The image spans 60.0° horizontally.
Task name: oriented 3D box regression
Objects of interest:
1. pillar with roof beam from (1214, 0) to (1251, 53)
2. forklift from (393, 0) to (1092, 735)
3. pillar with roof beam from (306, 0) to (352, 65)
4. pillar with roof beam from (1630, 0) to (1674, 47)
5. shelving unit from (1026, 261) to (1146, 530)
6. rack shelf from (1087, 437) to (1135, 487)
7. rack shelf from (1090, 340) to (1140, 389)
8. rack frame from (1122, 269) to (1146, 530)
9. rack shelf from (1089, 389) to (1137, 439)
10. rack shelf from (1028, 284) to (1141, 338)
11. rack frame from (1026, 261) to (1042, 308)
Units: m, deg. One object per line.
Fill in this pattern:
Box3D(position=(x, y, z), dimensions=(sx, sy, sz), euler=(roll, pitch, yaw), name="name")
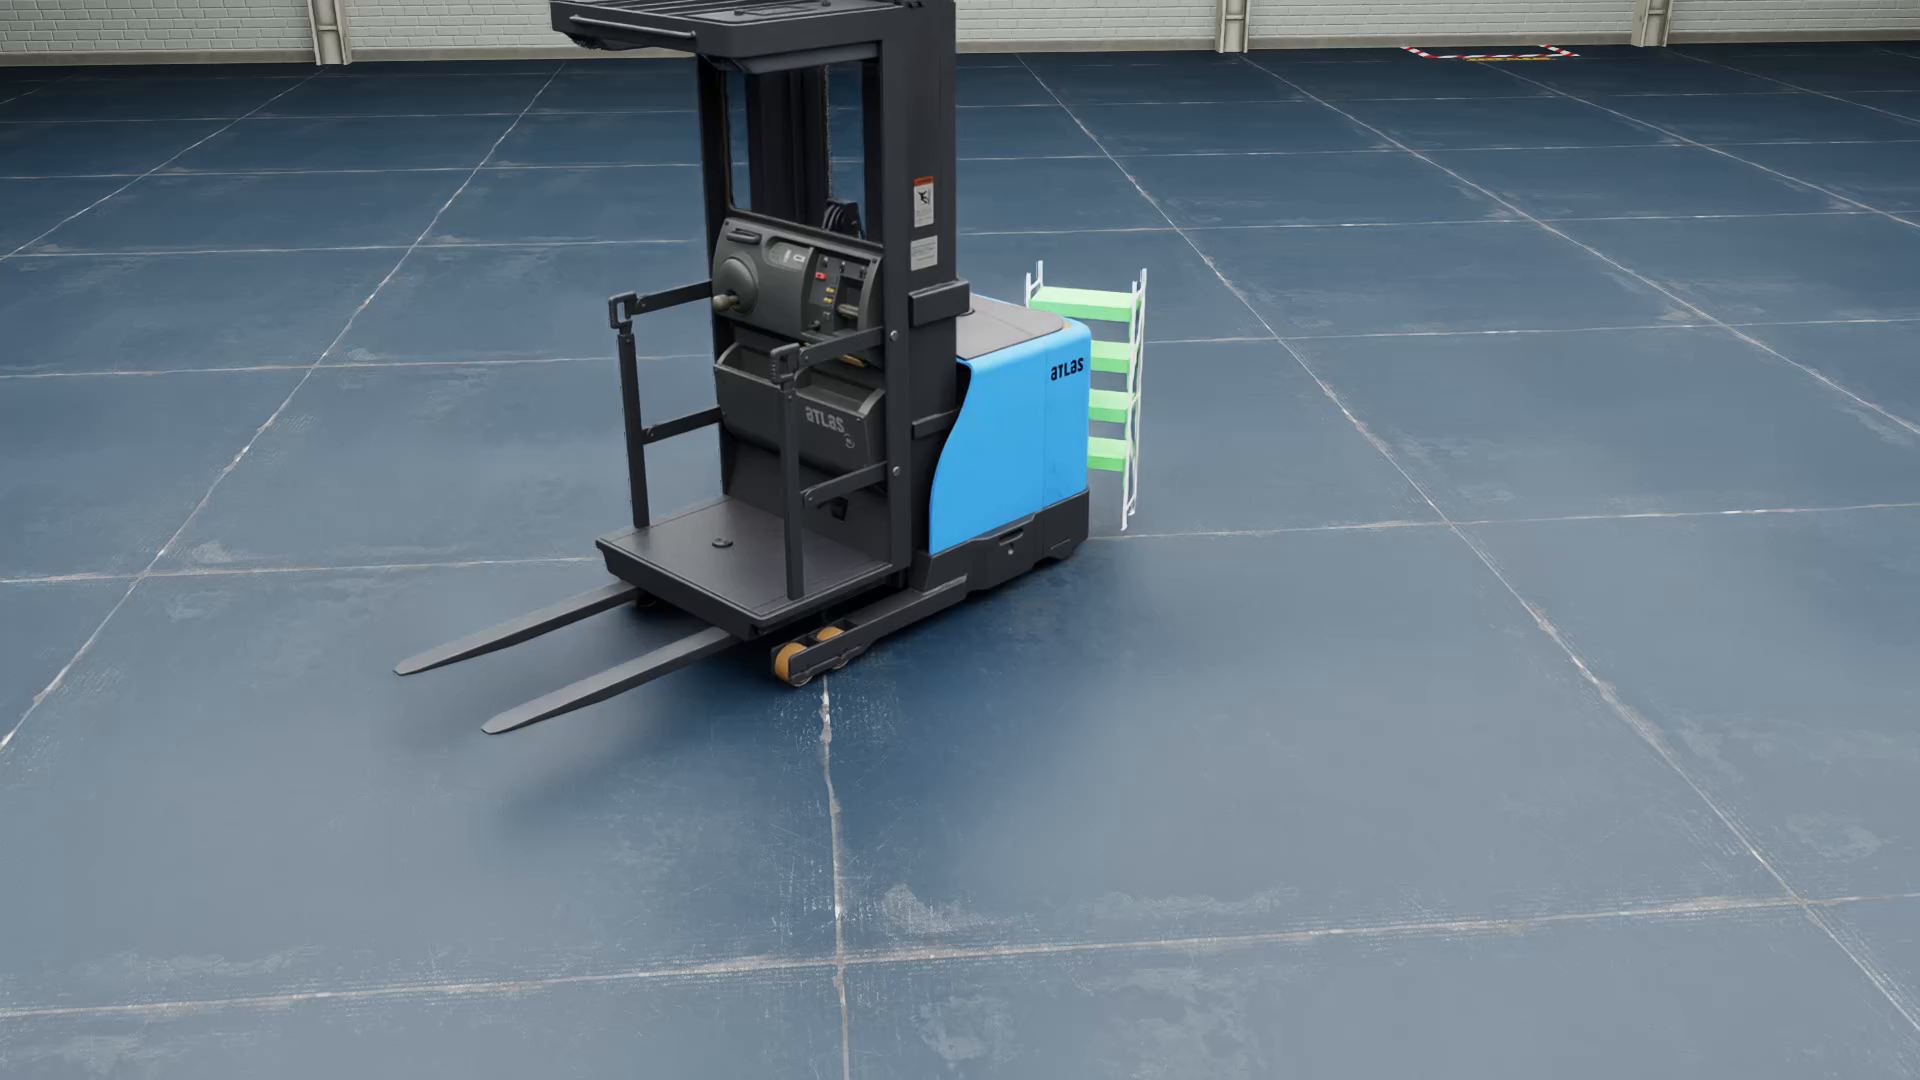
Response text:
Box3D(position=(4.153, -9.113, 17.174), dimensions=(0.400, 9.000, 9.100), euler=(-2, 24, -5), name="pillar with roof beam")
Box3D(position=(-0.799, -1.005, 6.403), dimensions=(1.130, 2.935, 3.031), euler=(22, 32, 40), name="forklift")
Box3D(position=(-7.789, -8.634, 16.096), dimensions=(0.400, 9.000, 9.100), euler=(-2, 24, -5), name="pillar with roof beam")
Box3D(position=(10.124, -9.353, 17.713), dimensions=(0.400, 9.000, 9.100), euler=(-2, 24, -5), name="pillar with roof beam")
Box3D(position=(0.574, -0.669, 7.778), dimensions=(0.503, 1.200, 0.258), euler=(7, 25, 15), name="shelving unit")
Box3D(position=(0.574, -0.391, 7.901), dimensions=(0.480, 0.148, 0.258), euler=(7, 25, 15), name="rack shelf")
Box3D(position=(0.574, -0.830, 7.707), dimensions=(0.480, 0.148, 0.258), euler=(7, 25, 15), name="rack shelf")
Box3D(position=(0.807, -0.640, 7.714), dimensions=(0.015, 1.200, 0.240), euler=(7, 25, 15), name="rack frame")
Box3D(position=(0.574, -0.611, 7.804), dimensions=(0.480, 0.148, 0.258), euler=(7, 25, 15), name="rack shelf")
Box3D(position=(0.574, -1.049, 7.609), dimensions=(0.480, 0.148, 0.258), euler=(7, 25, 15), name="rack shelf")
Box3D(position=(0.340, -0.698, 7.842), dimensions=(0.015, 1.200, 0.240), euler=(7, 25, 15), name="rack frame")
